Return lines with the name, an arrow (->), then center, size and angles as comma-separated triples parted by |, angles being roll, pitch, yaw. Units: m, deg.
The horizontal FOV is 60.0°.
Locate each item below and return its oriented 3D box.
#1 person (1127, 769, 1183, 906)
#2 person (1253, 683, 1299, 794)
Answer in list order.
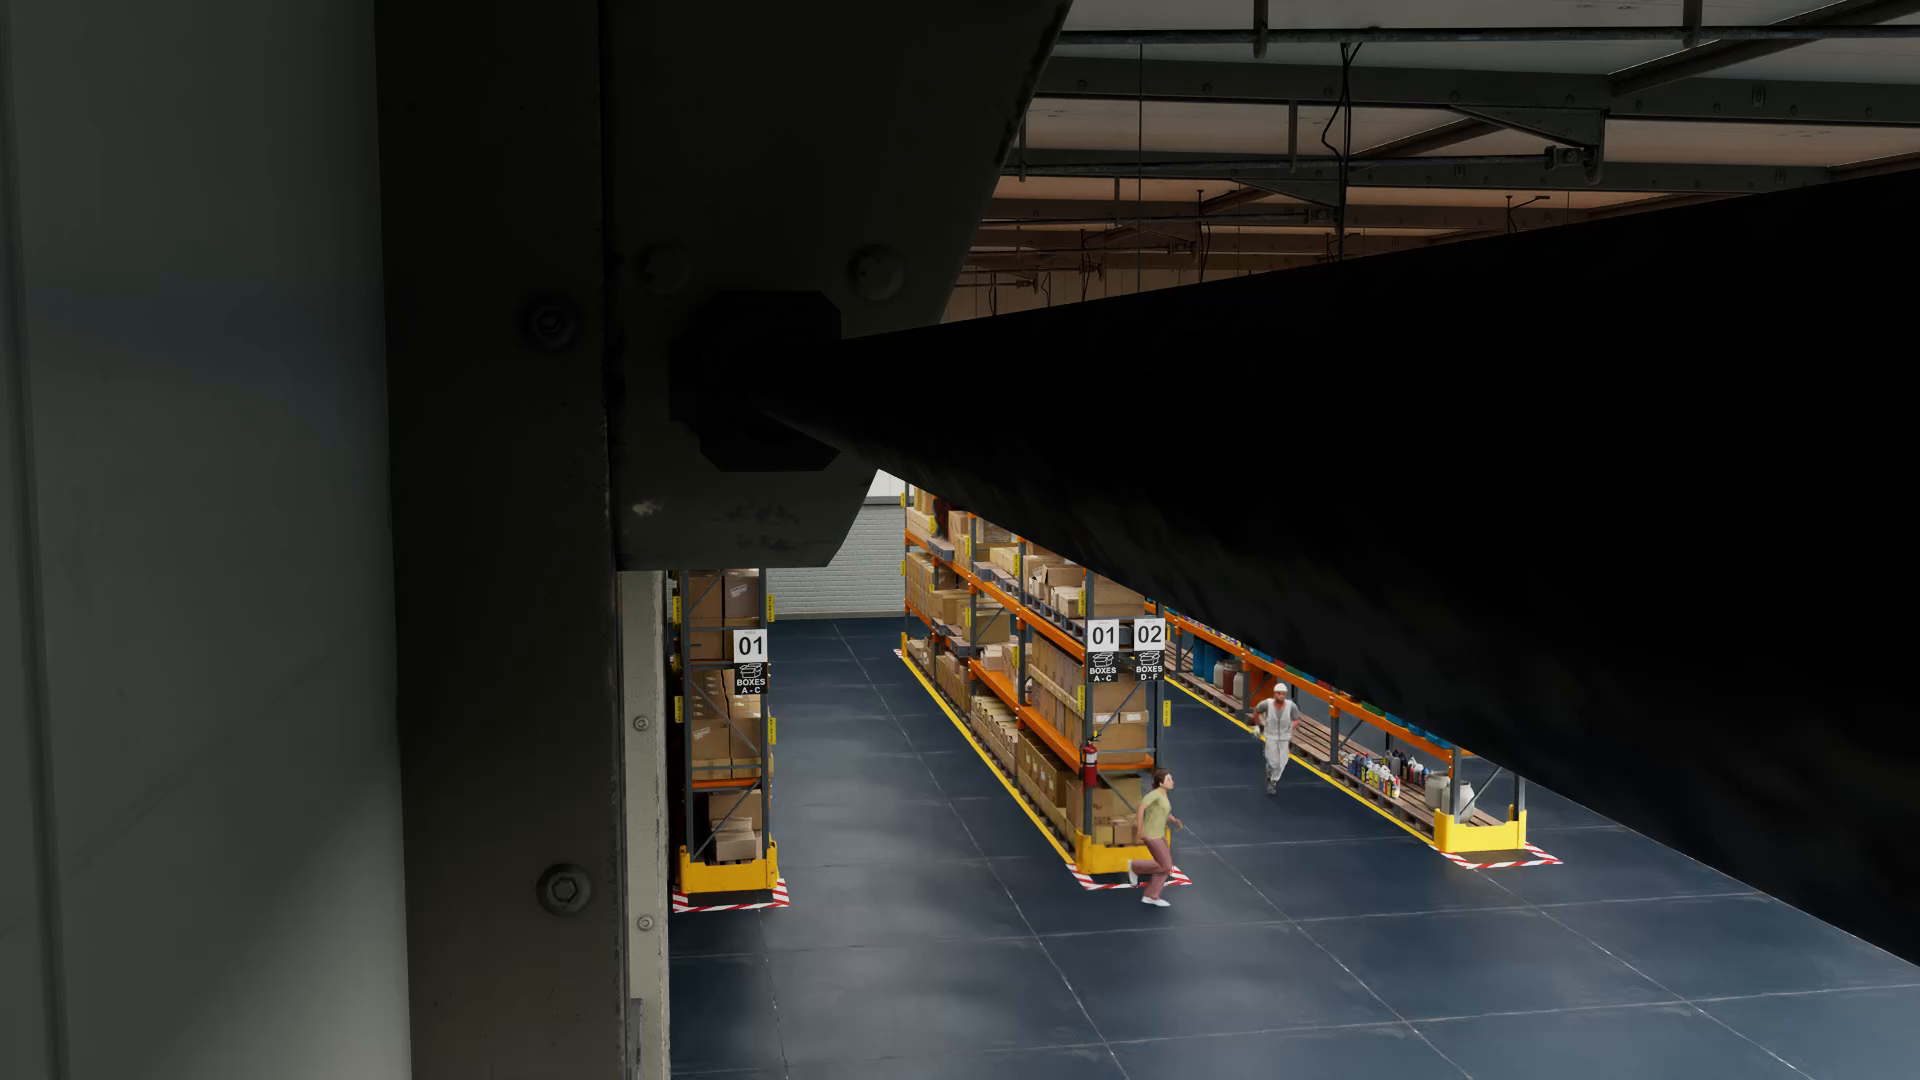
person -> 2.299, 3.510, 19.646 | 0.643, 1.620, 0.618 | 3, 6, 24
person -> 4.664, 2.927, 24.415 | 0.620, 1.700, 0.720 | 0, 6, -3
